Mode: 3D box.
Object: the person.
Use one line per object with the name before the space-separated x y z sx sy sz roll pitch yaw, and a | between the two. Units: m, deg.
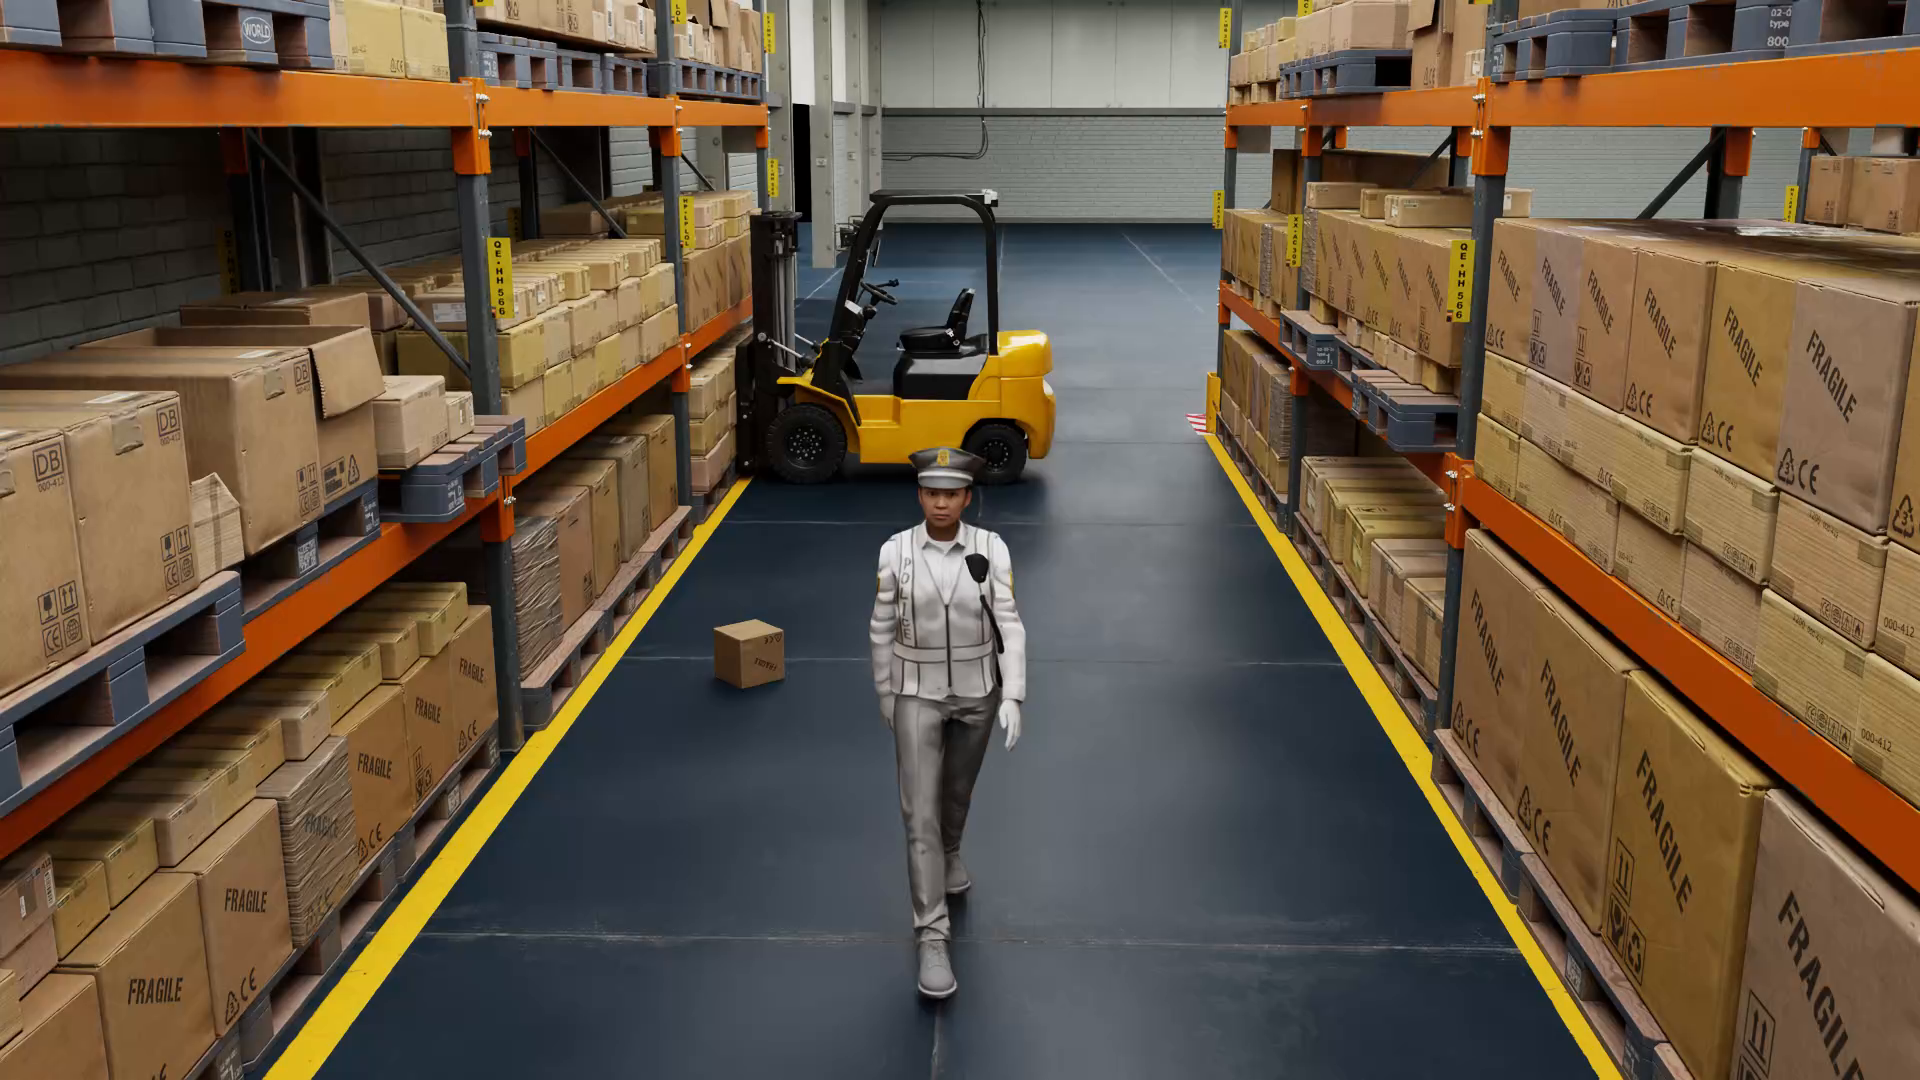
person | -0.027 0.506 5.355 0.494 1.631 0.989 -2 14 -7
